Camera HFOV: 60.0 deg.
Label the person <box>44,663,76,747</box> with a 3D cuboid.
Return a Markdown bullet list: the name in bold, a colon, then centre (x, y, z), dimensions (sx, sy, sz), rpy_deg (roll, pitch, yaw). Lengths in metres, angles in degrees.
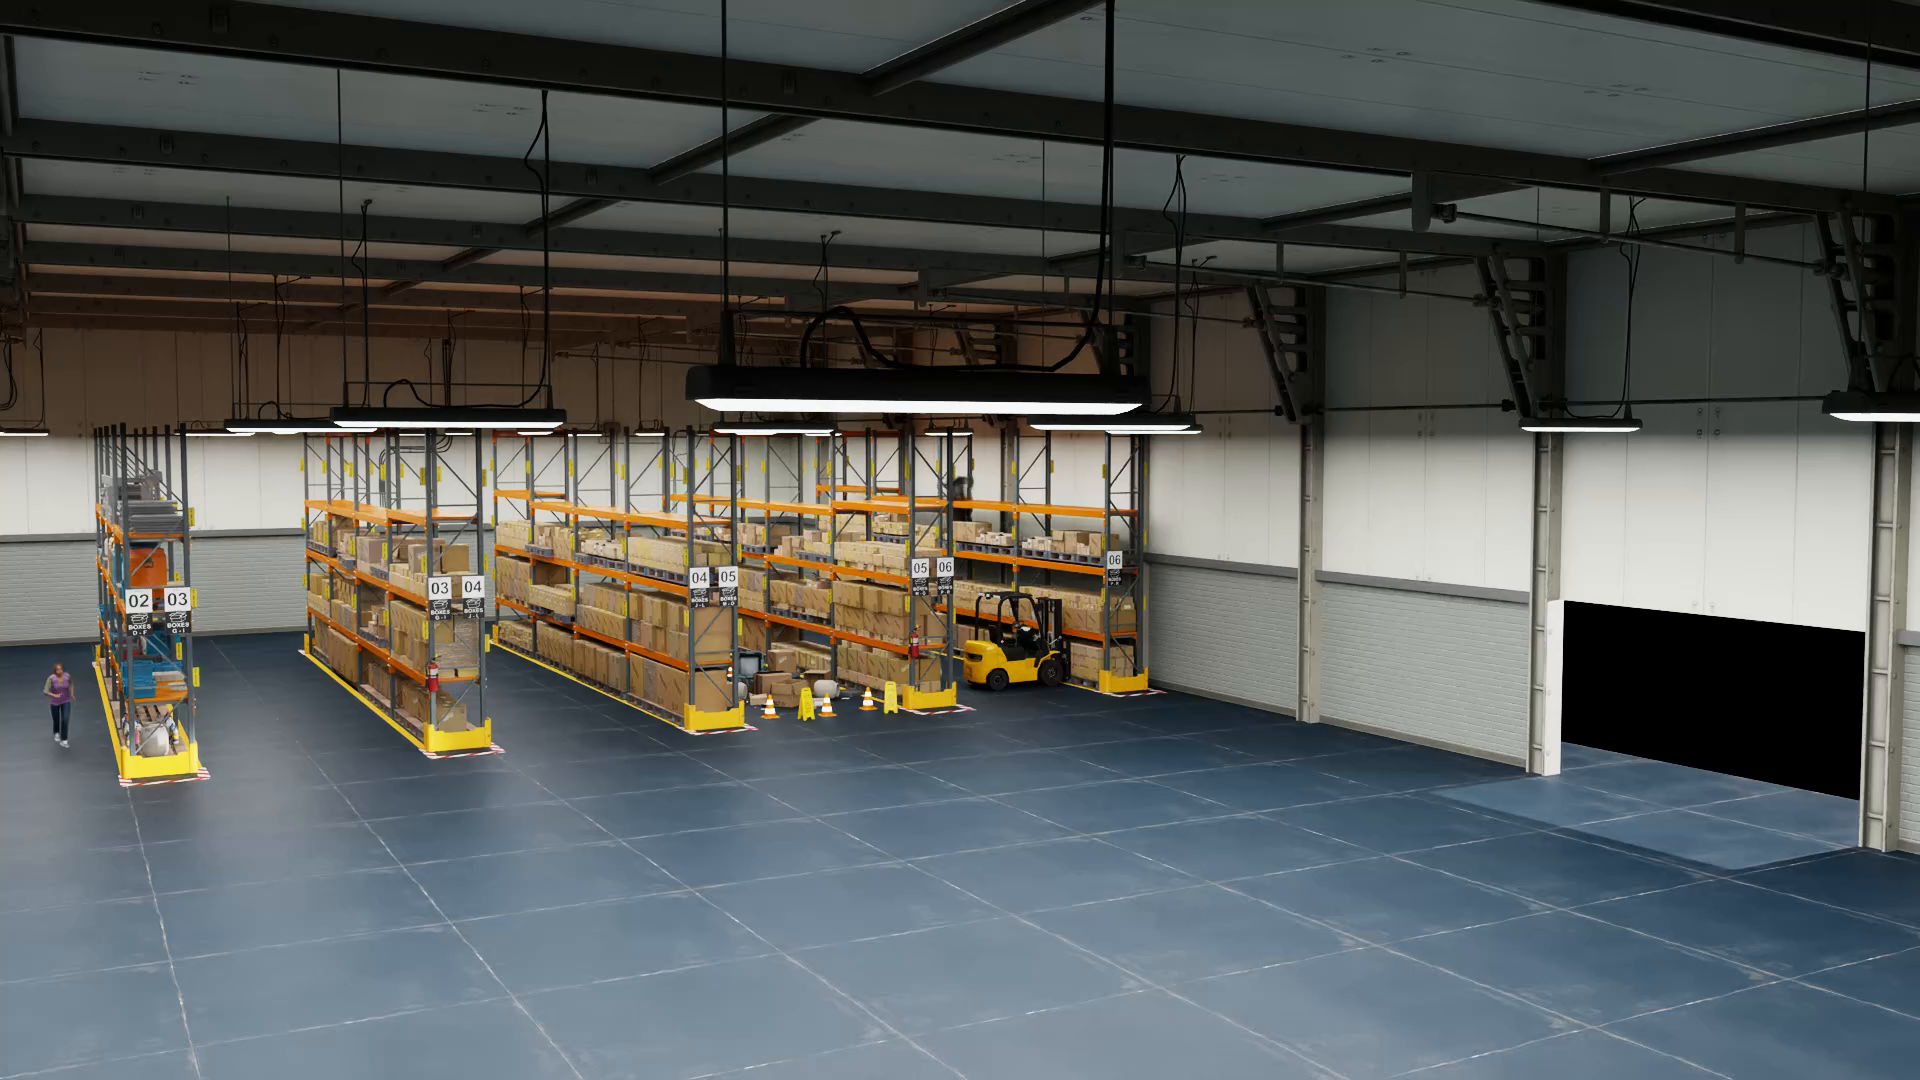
- **person**: centre (-16.832, 3.057, 31.084), dimensions (0.529, 1.568, 0.881), rpy_deg (-2, 4, -32)
